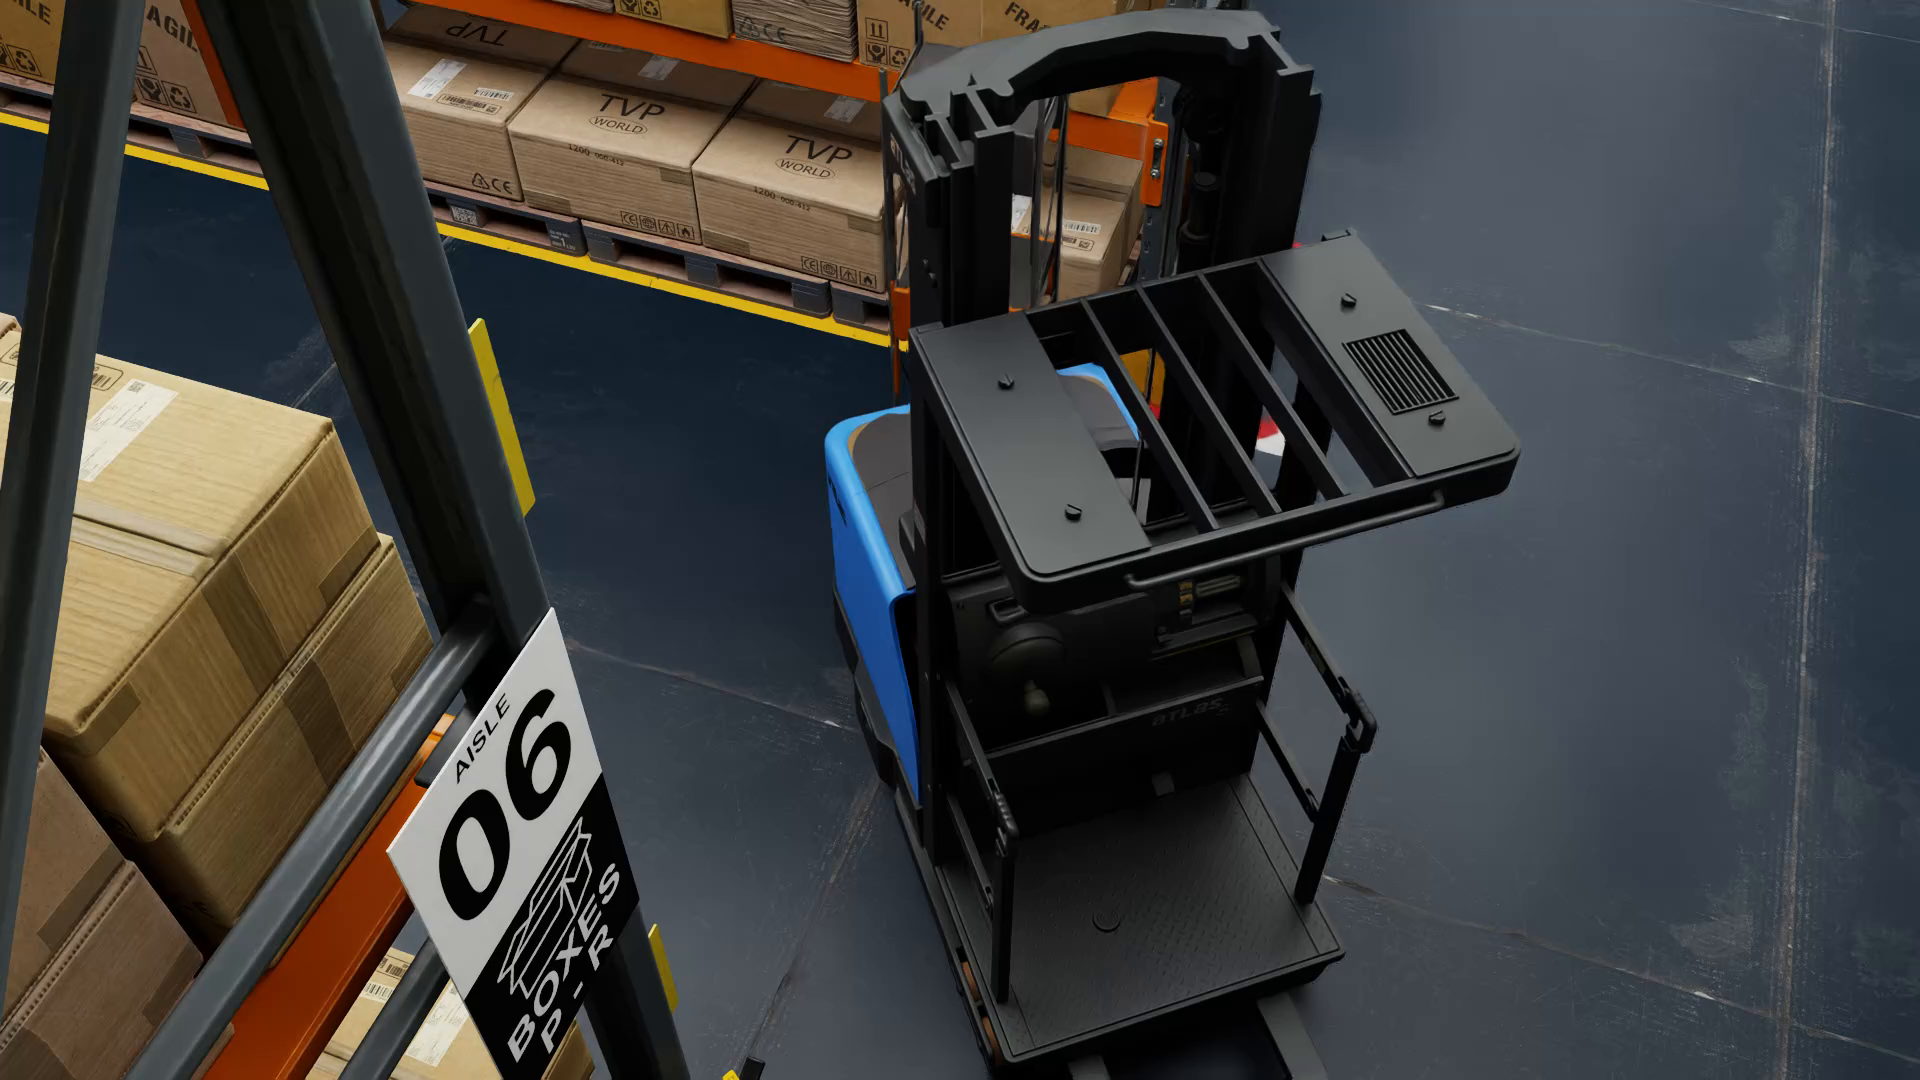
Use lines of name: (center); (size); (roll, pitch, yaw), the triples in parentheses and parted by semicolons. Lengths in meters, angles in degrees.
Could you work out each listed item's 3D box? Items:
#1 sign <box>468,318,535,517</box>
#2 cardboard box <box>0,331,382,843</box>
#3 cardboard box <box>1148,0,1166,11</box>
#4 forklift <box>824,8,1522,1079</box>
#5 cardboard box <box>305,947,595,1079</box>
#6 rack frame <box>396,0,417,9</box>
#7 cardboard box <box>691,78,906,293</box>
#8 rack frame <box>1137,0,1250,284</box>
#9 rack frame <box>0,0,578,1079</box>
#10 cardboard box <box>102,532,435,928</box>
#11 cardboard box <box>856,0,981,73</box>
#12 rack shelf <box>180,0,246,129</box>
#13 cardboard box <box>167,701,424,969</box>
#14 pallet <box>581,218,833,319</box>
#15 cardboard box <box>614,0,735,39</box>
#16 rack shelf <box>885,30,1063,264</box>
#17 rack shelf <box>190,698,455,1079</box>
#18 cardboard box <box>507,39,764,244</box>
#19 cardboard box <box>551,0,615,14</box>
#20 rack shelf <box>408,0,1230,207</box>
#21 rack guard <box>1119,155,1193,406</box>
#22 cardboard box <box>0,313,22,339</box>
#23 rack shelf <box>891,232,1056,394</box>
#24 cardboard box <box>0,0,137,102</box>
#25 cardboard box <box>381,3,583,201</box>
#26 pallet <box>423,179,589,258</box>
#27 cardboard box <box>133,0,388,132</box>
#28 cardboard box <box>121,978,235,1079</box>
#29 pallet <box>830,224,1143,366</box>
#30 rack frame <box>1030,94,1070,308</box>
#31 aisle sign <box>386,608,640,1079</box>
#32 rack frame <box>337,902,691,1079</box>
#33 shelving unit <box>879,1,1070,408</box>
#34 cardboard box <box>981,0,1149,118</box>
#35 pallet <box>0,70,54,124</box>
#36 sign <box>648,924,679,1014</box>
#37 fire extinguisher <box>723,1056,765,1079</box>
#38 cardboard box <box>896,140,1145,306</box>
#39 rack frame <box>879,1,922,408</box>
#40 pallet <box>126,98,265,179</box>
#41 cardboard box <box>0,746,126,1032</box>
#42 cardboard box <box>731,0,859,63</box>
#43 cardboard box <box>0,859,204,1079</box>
sign: (-0.588, -0.124, 2.075); (0.005, 0.325, 0.100); (16, 51, 13)
cardboard box: (-1.105, 0.041, 2.082); (0.500, 0.250, 0.500); (15, 51, 13)
cardboard box: (0.590, -2.352, 6.503); (0.500, 0.500, 0.500); (15, 51, 13)
forklift: (0.497, 0.299, 4.317); (1.130, 2.935, 3.031); (-14, 51, -12)
cardboard box: (-1.108, 1.171, 3.418); (0.500, 0.250, 0.500); (16, 51, 13)
rack frame: (-2.811, -3.038, 7.164); (0.127, 3.000, 1.000); (16, 51, 13)
cardboard box: (-0.574, -1.624, 7.356); (0.875, 0.438, 0.875); (17, 51, 14)
rack frame: (0.941, -1.990, 6.256); (0.127, 3.000, 1.000); (16, 51, 13)
rack frame: (-0.776, -0.435, 0.938); (0.127, 3.000, 1.000); (16, 51, 13)
cardboard box: (-1.097, 0.189, 2.285); (0.500, 0.250, 0.500); (15, 51, 13)
cardboard box: (-0.069, -2.104, 6.288); (0.500, 0.500, 0.500); (15, 51, 12)
rack shelf: (-2.652, -0.722, 1.665); (4.000, 0.370, 1.077); (16, 51, 13)
cardboard box: (-0.994, 0.381, 2.382); (0.250, 0.149, 0.380); (17, 51, 14)
pallet: (-0.977, -1.551, 7.721); (1.213, 0.211, 1.003); (16, 51, 13)
cardboard box: (-1.044, -2.357, 6.508); (0.500, 0.500, 0.500); (17, 51, 14)
rack shelf: (0.054, -1.250, 5.302); (0.480, 0.518, 0.431); (12, 50, 10)
rack shelf: (-2.652, 0.259, 2.798); (4.000, 0.370, 1.077); (16, 51, 13)
cardboard box: (-1.420, -1.861, 7.562); (0.875, 0.438, 0.875); (14, 51, 12)
cardboard box: (-1.527, -2.492, 6.625); (0.500, 0.500, 0.500); (16, 51, 13)
rack shelf: (-0.935, -2.278, 6.982); (4.000, 0.370, 1.077); (16, 51, 13)
rack guard: (0.963, -1.165, 7.195); (0.348, 0.500, 1.175); (16, 51, 13)
cardboard box: (-1.576, -0.106, 2.209); (0.500, 0.250, 0.500); (15, 51, 13)
rack shelf: (0.054, -0.792, 5.831); (0.480, 0.518, 0.431); (12, 50, 10)
cardboard box: (-4.271, -2.816, 8.100); (0.875, 0.875, 0.875); (17, 51, 14)
cardboard box: (-2.260, -2.095, 7.765); (0.875, 0.438, 0.875); (15, 51, 13)
pallet: (-2.125, -1.870, 7.997); (1.213, 0.211, 1.003); (16, 51, 13)
cardboard box: (-3.421, -2.585, 7.899); (0.875, 0.875, 0.875); (17, 51, 14)
cardboard box: (-1.156, 0.709, 2.097); (0.250, 0.149, 0.380); (17, 51, 14)
pallet: (0.164, -1.231, 7.443); (1.213, 0.211, 1.003); (16, 51, 13)
rack frame: (0.289, -0.752, 5.778); (0.015, 2.100, 0.400); (12, 50, 10)
aisle sign: (-0.610, 0.488, 2.388); (0.004, 0.787, 0.394); (16, 51, 13)
rack frame: (-0.776, 1.529, 3.205); (0.127, 3.000, 1.000); (16, 51, 13)
shelving unit: (0.054, -0.801, 5.821); (0.503, 2.100, 0.431); (12, 50, 10)
cardboard box: (0.397, -1.962, 6.165); (0.500, 0.500, 0.500); (16, 51, 13)
pallet: (-4.710, -2.591, 8.622); (1.213, 0.211, 1.003); (16, 51, 13)
sign: (-0.588, 0.861, 3.212); (0.005, 0.325, 0.100); (16, 51, 13)
fire extinguisher: (-0.478, 1.388, 3.626); (0.183, 0.674, 0.296); (16, 51, 13)
cardboard box: (0.287, -1.390, 7.154); (0.875, 0.438, 0.875); (14, 51, 12)
rack frame: (-0.181, -0.850, 5.863); (0.015, 2.100, 0.400); (12, 50, 10)
pallet: (-3.561, -2.273, 8.346); (1.213, 0.211, 1.003); (16, 51, 13)
cardboard box: (-1.289, 0.416, 1.757); (0.500, 0.250, 0.500); (14, 51, 12)
cardboard box: (-0.555, -2.231, 6.399); (0.500, 0.500, 0.500); (17, 51, 14)
cardboard box: (-1.287, 0.575, 1.950); (0.500, 0.250, 0.500); (15, 51, 12)
